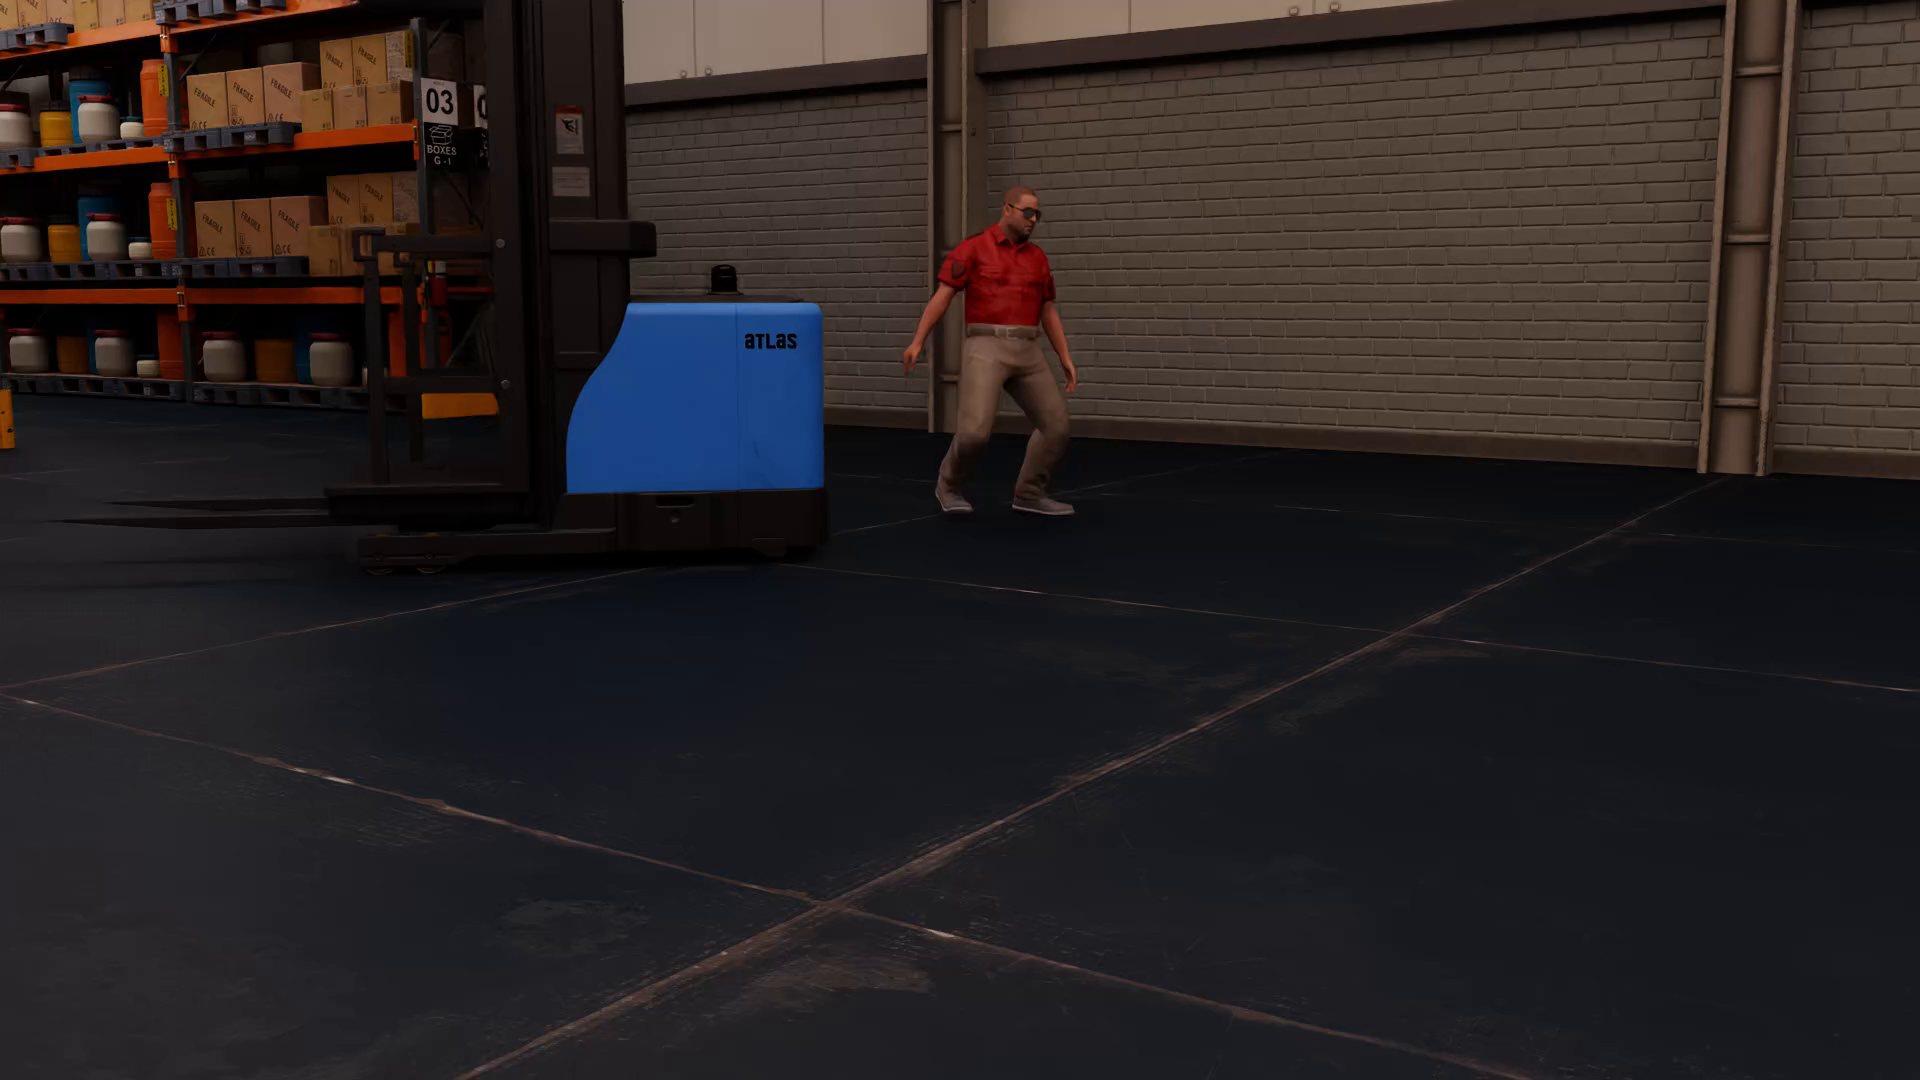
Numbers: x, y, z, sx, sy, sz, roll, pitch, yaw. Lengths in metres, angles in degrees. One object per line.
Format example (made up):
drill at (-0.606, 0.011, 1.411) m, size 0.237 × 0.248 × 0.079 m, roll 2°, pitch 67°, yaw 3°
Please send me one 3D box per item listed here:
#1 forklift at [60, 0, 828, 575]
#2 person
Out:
forklift at (-2.122, -1.391, 6.975) m, size 3.031 × 2.935 × 1.130 m, roll -1°, pitch 8°, yaw -10°
person at (0.161, -0.924, 8.294) m, size 0.897 × 1.652 × 0.505 m, roll -3°, pitch 9°, yaw -23°
